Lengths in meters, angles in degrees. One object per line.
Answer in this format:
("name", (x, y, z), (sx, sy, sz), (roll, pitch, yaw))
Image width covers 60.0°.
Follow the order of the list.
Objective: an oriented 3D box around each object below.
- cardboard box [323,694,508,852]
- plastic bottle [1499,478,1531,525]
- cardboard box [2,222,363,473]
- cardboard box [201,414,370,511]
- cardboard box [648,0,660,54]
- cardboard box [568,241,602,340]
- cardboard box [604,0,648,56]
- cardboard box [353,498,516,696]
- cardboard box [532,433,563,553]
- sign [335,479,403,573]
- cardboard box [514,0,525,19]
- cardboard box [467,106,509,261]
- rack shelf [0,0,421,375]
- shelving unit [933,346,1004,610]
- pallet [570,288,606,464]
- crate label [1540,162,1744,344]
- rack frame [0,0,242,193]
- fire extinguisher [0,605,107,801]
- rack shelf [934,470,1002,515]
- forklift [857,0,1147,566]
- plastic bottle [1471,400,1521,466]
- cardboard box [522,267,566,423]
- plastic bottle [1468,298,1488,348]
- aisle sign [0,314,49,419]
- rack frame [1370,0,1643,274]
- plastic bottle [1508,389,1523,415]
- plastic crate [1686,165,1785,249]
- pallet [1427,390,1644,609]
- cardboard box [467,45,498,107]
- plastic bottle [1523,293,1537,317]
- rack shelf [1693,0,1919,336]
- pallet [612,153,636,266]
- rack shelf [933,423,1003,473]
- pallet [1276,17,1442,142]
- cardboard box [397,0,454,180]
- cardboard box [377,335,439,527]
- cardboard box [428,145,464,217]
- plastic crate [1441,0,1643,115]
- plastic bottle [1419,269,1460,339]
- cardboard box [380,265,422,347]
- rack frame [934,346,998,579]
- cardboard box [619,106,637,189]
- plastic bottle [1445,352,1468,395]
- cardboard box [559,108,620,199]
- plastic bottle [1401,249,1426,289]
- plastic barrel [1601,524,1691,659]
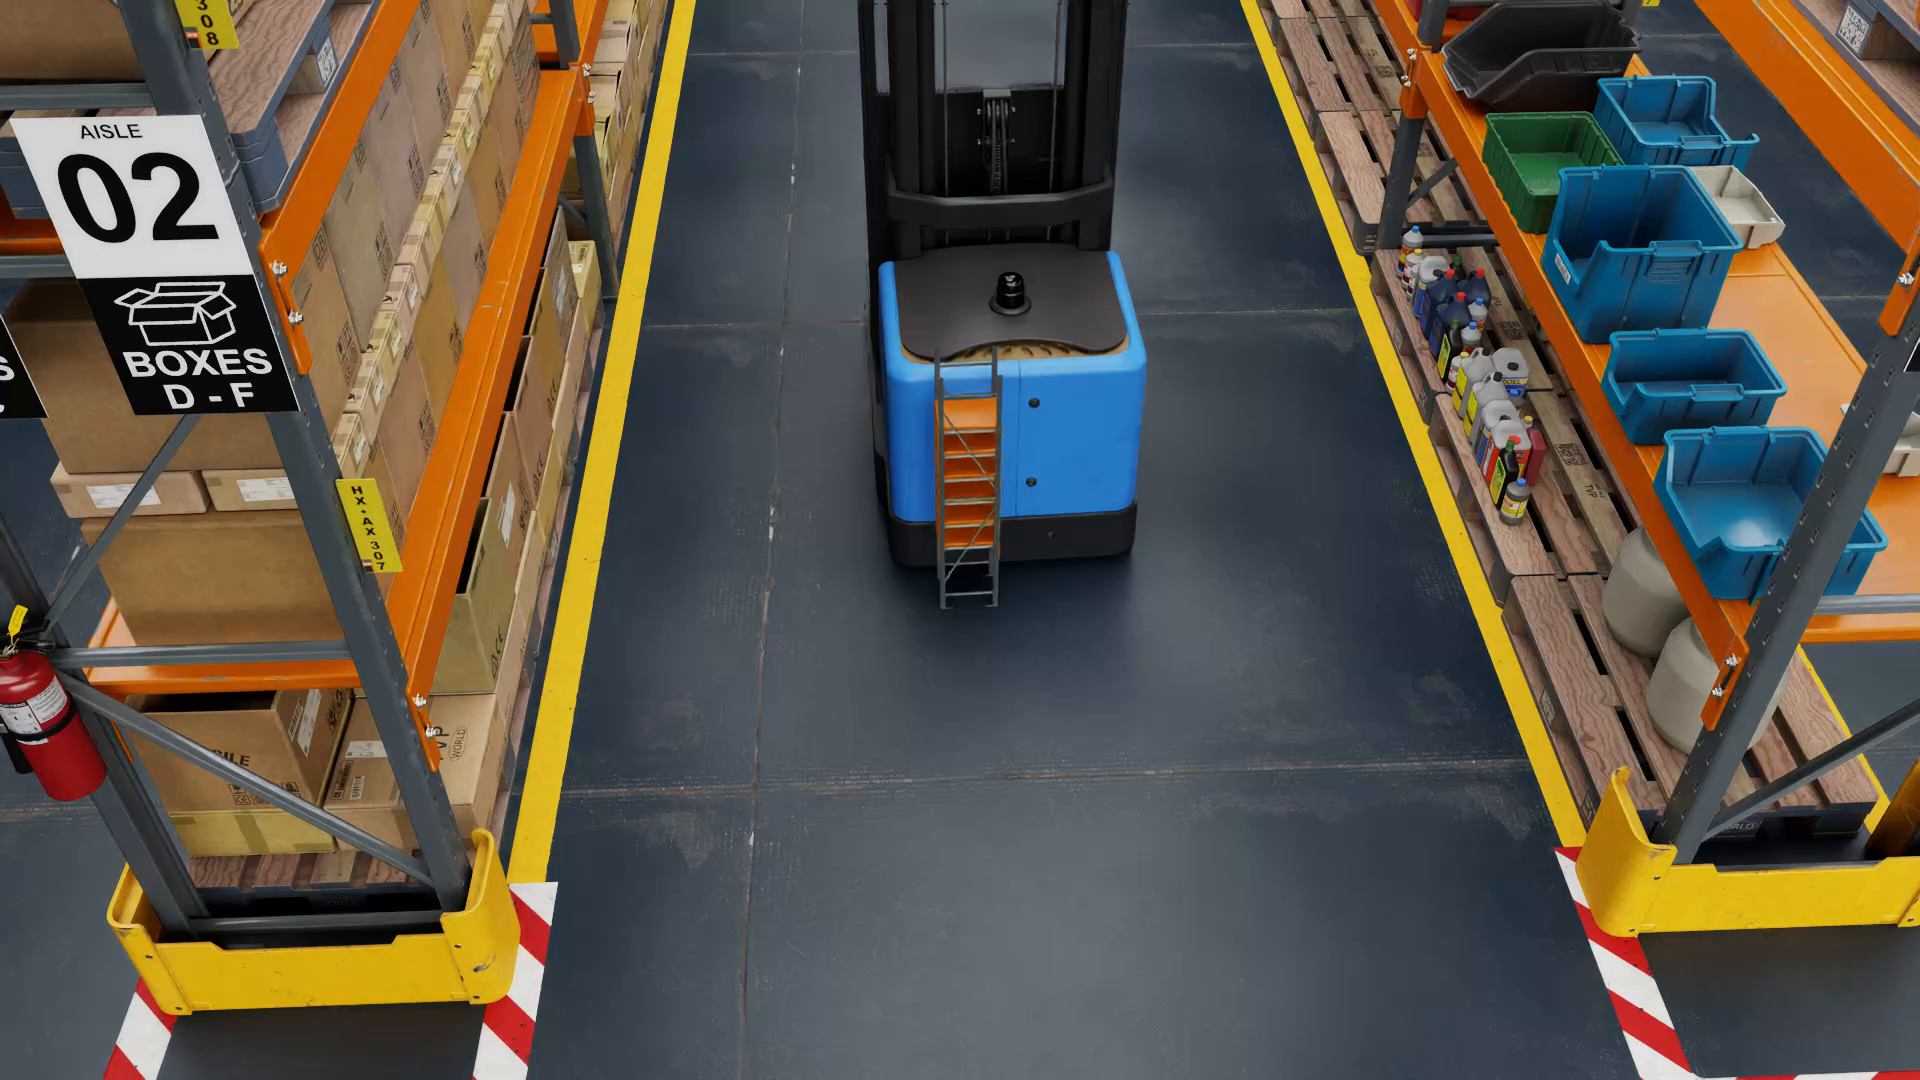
("cardboard box", (-1.905, 0.816, 5.864), (0.500, 0.250, 0.500), (-2, 43, -2))
("plastic bottle", (2.328, -0.172, 6.963), (0.097, 0.201, 0.097), (0, 43, 0))
("cardboard box", (-2.114, -0.541, 4.586), (0.700, 0.500, 0.500), (-1, 43, -2))
("cardboard box", (-1.906, -0.222, 4.718), (0.380, 0.149, 0.250), (-2, 43, -2))
("cardboard box", (-2.135, -3.181, 10.224), (0.500, 0.250, 0.500), (-1, 43, -1))
("cardboard box", (-2.037, -1.209, 8.074), (0.500, 0.250, 0.500), (-2, 43, -2))
("cardboard box", (-2.110, -3.047, 9.663), (0.500, 0.311, 0.500), (-1, 43, -1))
("cardboard box", (-1.928, 0.202, 5.979), (0.500, 0.500, 0.500), (-2, 43, -2))
("cardboard box", (-1.967, -0.197, 6.969), (0.500, 0.250, 0.500), (-2, 43, -2))
("sign", (-1.550, -0.035, 4.369), (0.100, 0.325, 0.005), (-2, 43, -2))
("cardboard box", (-2.041, -2.306, 6.992), (0.380, 0.149, 0.250), (-2, 43, -3))
("cardboard box", (-2.203, -1.418, 6.503), (0.700, 0.500, 0.500), (-1, 43, -1))
("rack shelf", (-2.190, -1.865, 5.378), (1.077, 0.370, 4.000), (-2, 43, -2))
("shelving unit", (0.030, -0.221, 6.604), (0.258, 1.200, 0.189), (-3, 43, -3))
("pallet", (-2.283, -0.809, 7.976), (1.003, 0.211, 1.213), (-2, 43, -2))
("crate label", (2.496, -1.062, 6.162), (0.502, 0.435, 0.616), (-2, 43, -2))
("rack frame", (-2.105, -1.886, 2.648), (1.000, 3.000, 0.127), (-2, 43, -2))
("fire extinguisher", (-2.564, 0.447, 4.600), (0.296, 0.674, 0.183), (-2, 43, -2))
("rack shelf", (0.030, -0.189, 6.634), (0.258, 0.103, 0.180), (-3, 43, -3))
("forklift", (0.109, -1.959, 7.218), (1.130, 2.935, 3.031), (-3, 43, -3))
("plastic bottle", (2.339, -0.464, 7.227), (0.152, 0.276, 0.135), (-3, 43, -3))
("cardboard box", (-2.002, -0.810, 7.083), (0.500, 0.500, 0.500), (-2, 43, -2))
("plastic bottle", (2.421, -1.020, 7.836), (0.097, 0.271, 0.097), (0, 43, 0))
("aisle sign", (-2.395, -0.580, 3.739), (0.394, 0.787, 0.004), (-2, 43, -2))
("rack frame", (2.674, -2.515, 7.773), (1.000, 3.000, 0.127), (-2, 43, -2))
("plastic bottle", (2.447, -0.581, 7.410), (0.097, 0.201, 0.097), (0, 43, 0))
("plastic crate", (2.996, -1.328, 6.674), (0.530, 0.136, 0.437), (-2, 43, -2))
("pallet", (2.716, -0.206, 7.319), (1.003, 0.211, 1.213), (-2, 43, -2))
("cardboard box", (-2.008, -1.786, 6.425), (0.380, 0.149, 0.250), (-2, 43, -2))
("plastic bottle", (2.846, -1.270, 8.050), (0.144, 0.351, 0.185), (-2, 43, -2))
("rack shelf", (2.759, -2.005, 5.530), (1.077, 0.370, 4.000), (-2, 43, -2))
("pallet", (-2.345, -1.843, 9.105), (1.003, 0.211, 1.213), (-2, 43, -2))
("rack shelf", (0.030, -0.366, 6.472), (0.258, 0.103, 0.180), (-3, 43, -3))
("pallet", (2.547, -2.841, 10.193), (1.003, 0.211, 1.213), (-2, 43, -2))
("cardboard box", (-2.185, -1.574, 5.713), (0.700, 0.500, 0.500), (-2, 43, -2))
("cardboard box", (-2.139, -0.381, 5.372), (0.700, 0.500, 0.500), (-1, 43, -1))
("cardboard box", (-1.971, -1.259, 5.850), (0.380, 0.149, 0.250), (-1, 43, -1))
("plastic crate", (2.570, -2.135, 7.405), (0.767, 0.338, 0.504), (-2, 43, -2))
("plastic bottle", (2.294, -1.143, 7.912), (0.144, 0.351, 0.185), (-1, 43, -1))
("cardboard box", (-1.938, -0.739, 5.282), (0.380, 0.149, 0.250), (-2, 43, -2))
("rack frame", (0.023, -0.283, 6.671), (0.240, 1.200, 0.006), (-3, 43, -3))
("cardboard box", (-2.065, -2.141, 9.090), (0.500, 0.250, 0.500), (-1, 43, -1))
("plastic bottle", (2.291, -0.769, 7.615), (0.097, 0.201, 0.097), (0, 43, 0))
("cardboard box", (-2.043, -2.009, 8.531), (0.500, 0.311, 0.500), (-2, 43, -2))
("plastic bottle", (2.254, -1.349, 8.247), (0.097, 0.201, 0.097), (0, 43, 0))
("plastic barrel", (2.719, 0.168, 6.378), (0.421, 0.512, 0.421), (0, 43, 0))
